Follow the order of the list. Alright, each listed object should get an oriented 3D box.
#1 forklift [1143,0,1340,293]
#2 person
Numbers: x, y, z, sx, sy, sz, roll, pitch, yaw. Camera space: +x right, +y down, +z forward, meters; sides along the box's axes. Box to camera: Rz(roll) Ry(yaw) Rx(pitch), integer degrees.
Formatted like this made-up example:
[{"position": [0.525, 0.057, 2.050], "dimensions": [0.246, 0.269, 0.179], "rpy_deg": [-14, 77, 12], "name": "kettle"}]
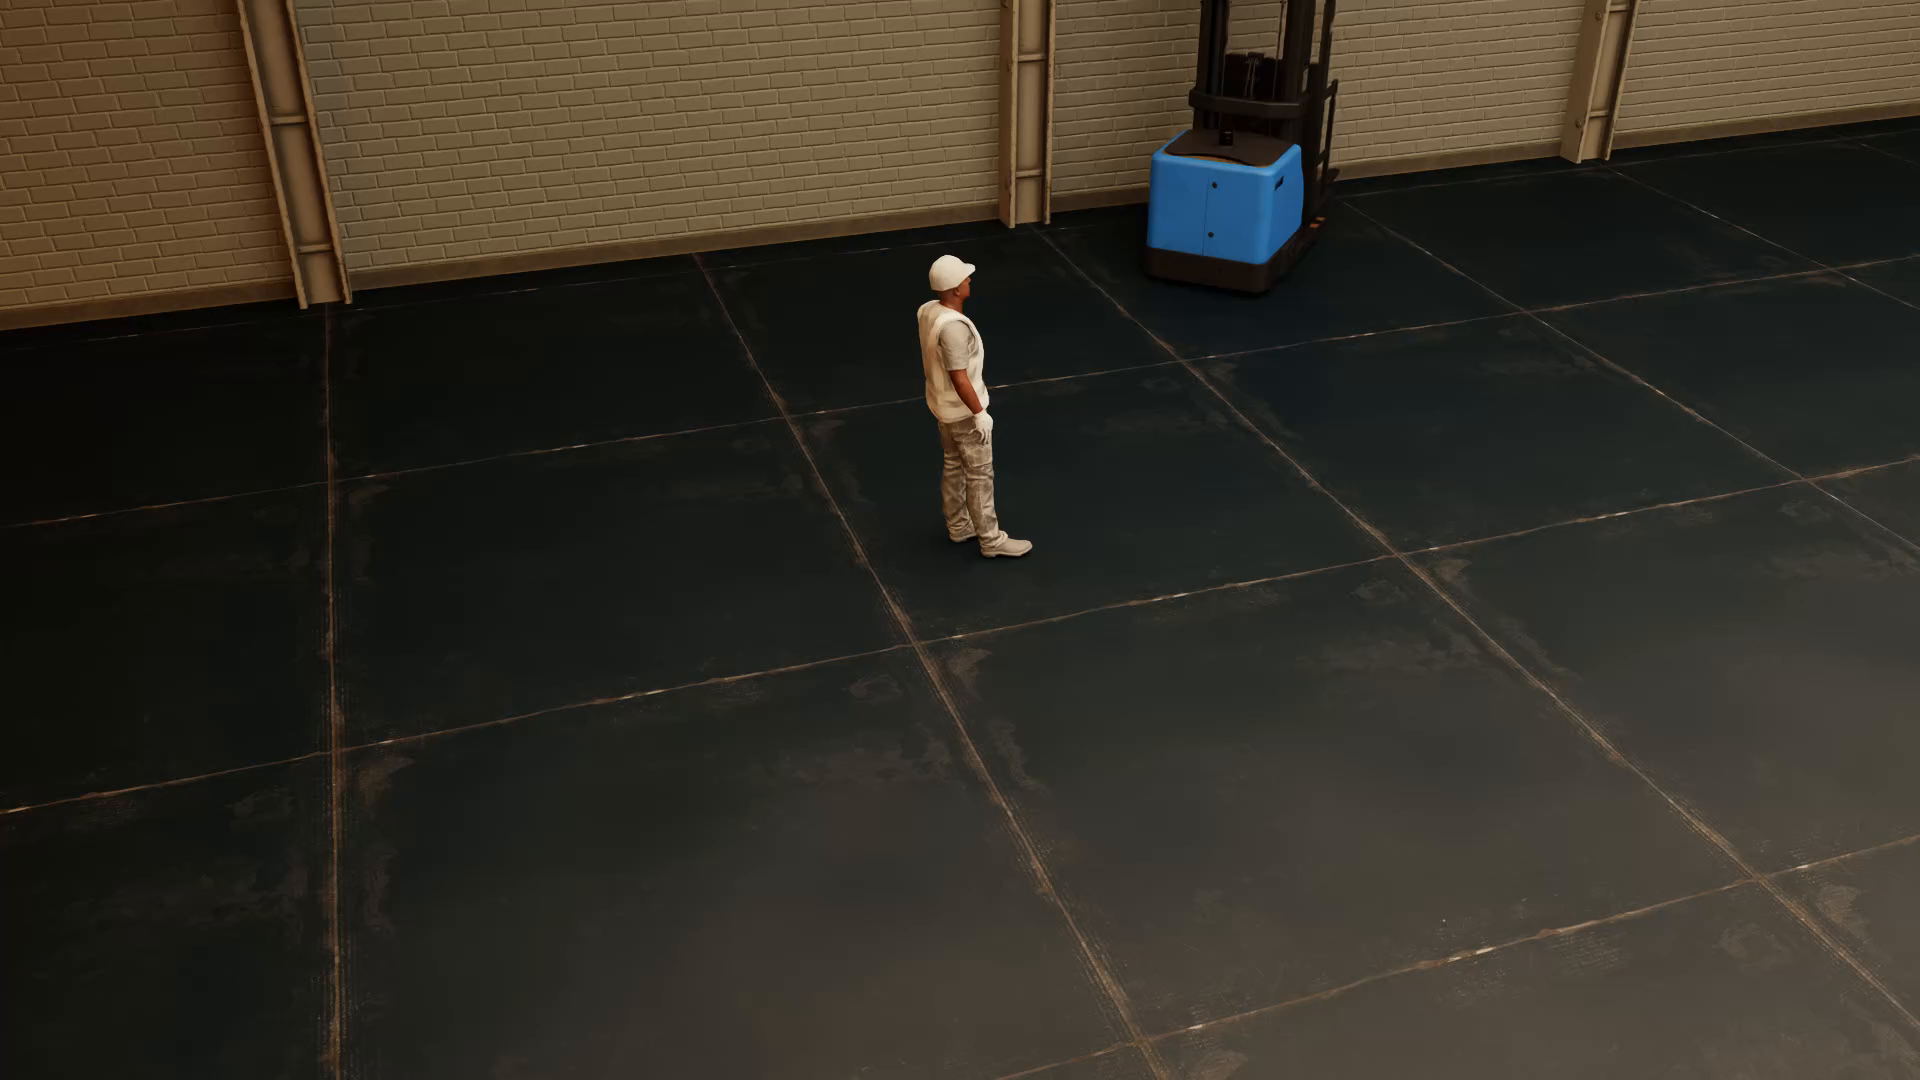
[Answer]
[{"position": [2.610, -3.962, 13.974], "dimensions": [1.130, 2.935, 3.031], "rpy_deg": [14, 33, 22], "name": "forklift"}, {"position": [0.071, -0.787, 9.591], "dimensions": [0.575, 1.785, 0.657], "rpy_deg": [-10, 31, -16], "name": "person"}]
